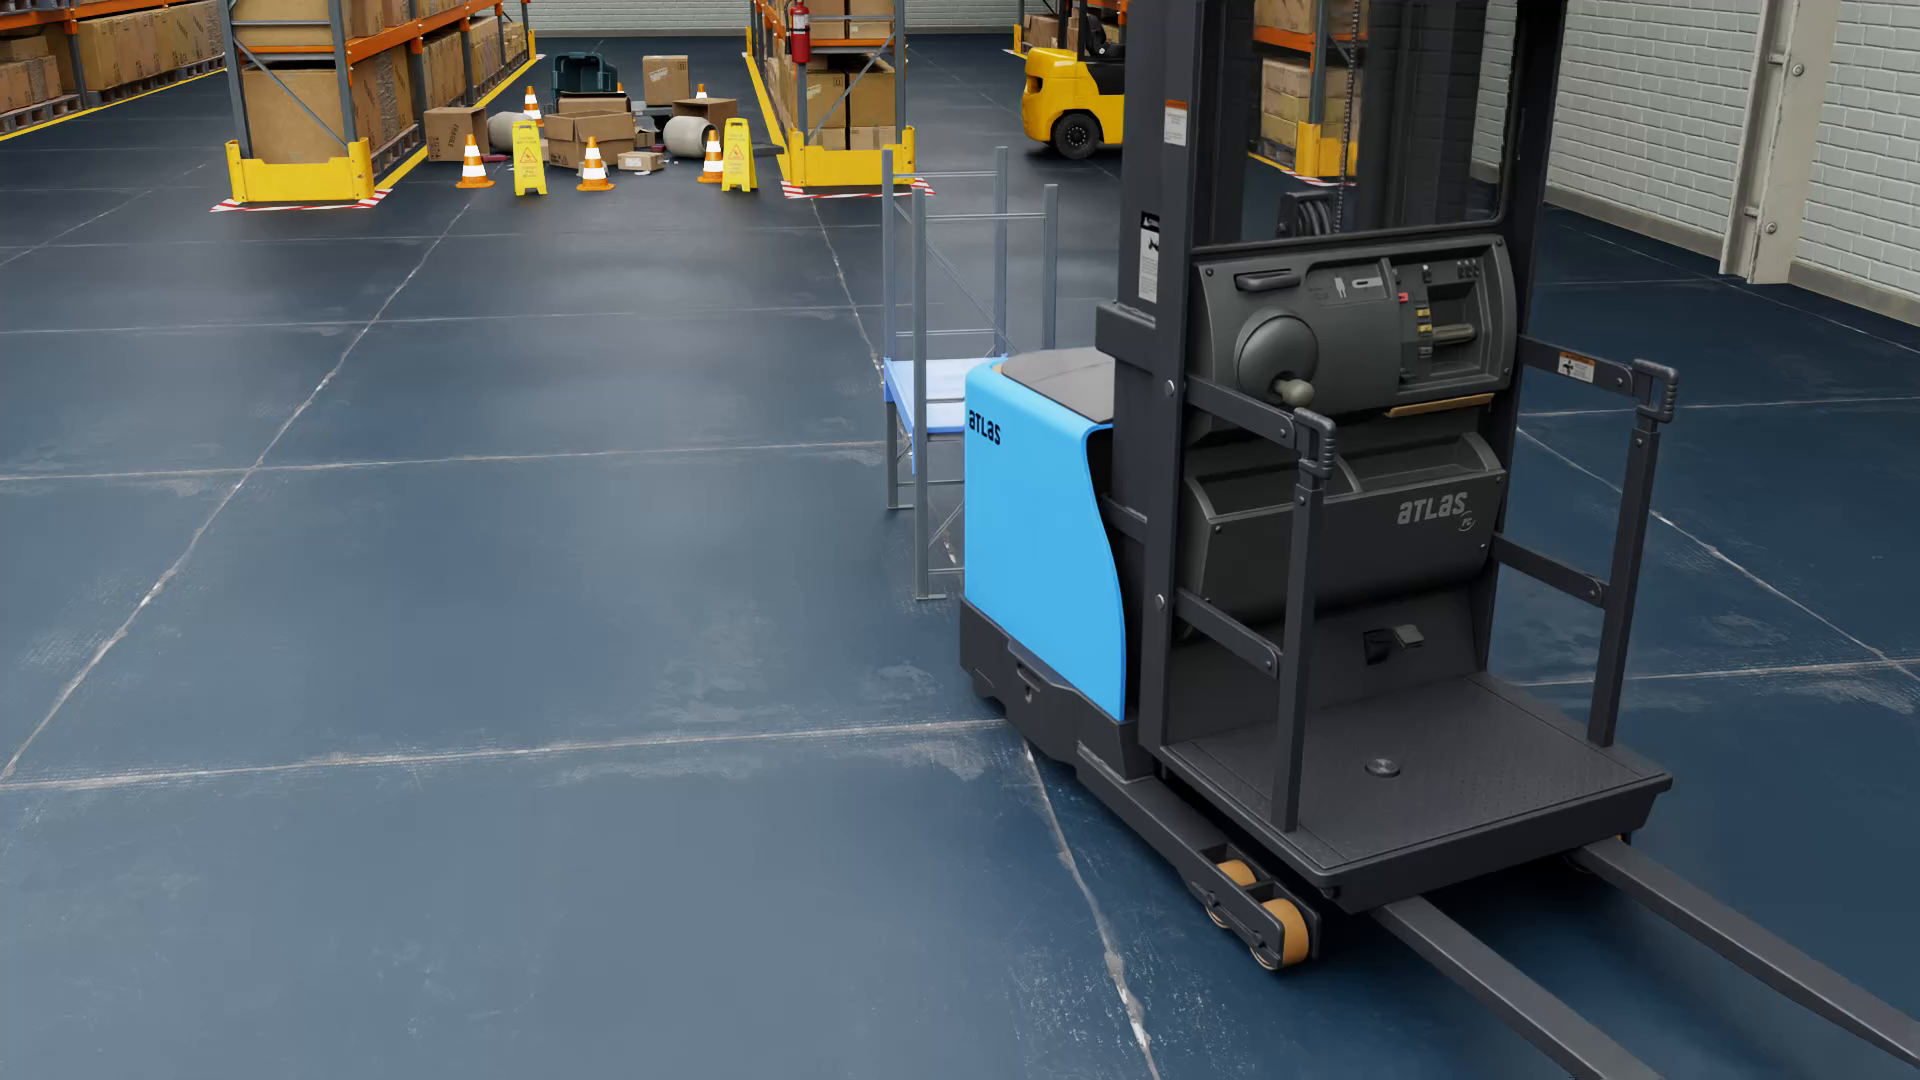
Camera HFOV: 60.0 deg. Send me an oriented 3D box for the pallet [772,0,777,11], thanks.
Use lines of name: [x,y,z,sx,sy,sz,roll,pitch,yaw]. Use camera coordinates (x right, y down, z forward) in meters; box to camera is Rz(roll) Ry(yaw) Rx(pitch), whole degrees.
pallet: [-1.838,-6.776,20.845,1.003,0.211,1.213,-3,21,-8]

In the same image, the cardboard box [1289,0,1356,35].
cardboard box: [3.569,-5.235,16.302,0.500,0.500,0.500,-3,21,-9]

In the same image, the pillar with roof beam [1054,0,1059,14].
pillar with roof beam: [-2.163,-14.143,31.721,9.100,9.000,0.400,-3,21,-8]

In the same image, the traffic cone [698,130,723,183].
traffic cone: [-2.350,-3.675,15.893,0.336,0.463,0.334,-3,21,-8]

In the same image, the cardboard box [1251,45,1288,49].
cardboard box: [3.586,-5.632,19.409,0.500,0.250,0.500,-3,21,-7]

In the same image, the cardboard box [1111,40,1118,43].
cardboard box: [2.473,-6.962,24.042,0.500,0.500,0.500,-2,21,-6]

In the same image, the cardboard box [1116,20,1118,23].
cardboard box: [2.645,-8.042,26.007,0.380,0.149,0.250,-2,21,-6]

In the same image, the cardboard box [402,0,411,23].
cardboard box: [-6.406,-5.823,17.804,0.875,0.550,0.550,-3,21,-8]

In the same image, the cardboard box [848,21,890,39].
cardboard box: [-0.855,-4.790,15.612,0.380,0.149,0.250,-3,21,-8]

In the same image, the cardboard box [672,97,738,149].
cardboard box: [-2.780,-4.555,18.193,0.500,0.500,0.500,12,24,29]

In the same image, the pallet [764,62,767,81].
pallet: [-2.555,-7.364,26.132,1.003,0.211,1.213,-3,21,-8]

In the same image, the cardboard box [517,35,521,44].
cardboard box: [-7.679,-8.508,28.258,0.380,0.149,0.250,-3,21,-7]

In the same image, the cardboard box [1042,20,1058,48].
cardboard box: [1.823,-8.722,28.755,0.700,0.500,0.500,-4,21,-10]

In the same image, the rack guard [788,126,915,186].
rack guard: [-1.022,-3.635,15.733,1.175,0.500,0.348,-3,21,-8]

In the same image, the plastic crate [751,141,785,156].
plastic crate: [-2.173,-4.211,17.878,0.402,0.080,0.583,-11,23,-26]

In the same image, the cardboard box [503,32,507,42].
cardboard box: [-7.450,-8.017,26.519,0.380,0.149,0.250,-2,21,-5]

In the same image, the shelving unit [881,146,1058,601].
shelving unit: [0.012,-0.673,6.375,0.538,1.500,1.048,-3,21,-8]

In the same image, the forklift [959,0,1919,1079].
forklift: [1.087,-0.522,3.925,1.130,2.935,3.031,-9,22,-24]

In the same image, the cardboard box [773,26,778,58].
cardboard box: [-2.182,-6.994,23.591,0.875,0.875,0.875,-3,21,-8]

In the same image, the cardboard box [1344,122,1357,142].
cardboard box: [4.023,-4.119,16.788,0.500,0.250,0.500,-3,21,-8]

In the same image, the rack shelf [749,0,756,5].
rack shelf: [-3.029,-9.289,28.329,1.077,0.370,4.000,-3,21,-8]

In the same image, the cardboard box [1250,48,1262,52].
cardboard box: [3.147,-5.432,18.873,0.500,0.250,0.500,-3,21,-8]

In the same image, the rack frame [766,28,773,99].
rack frame: [-2.164,-7.549,22.641,1.000,3.000,0.127,-3,21,-8]

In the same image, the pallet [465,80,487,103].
pallet: [-7.159,-6.229,23.092,1.003,0.211,1.213,-3,21,-8]

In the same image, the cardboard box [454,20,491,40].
cardboard box: [-7.116,-7.420,24.197,0.500,0.250,0.500,-4,21,-10]

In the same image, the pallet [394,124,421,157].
pallet: [-6.439,-4.306,17.943,1.003,0.211,1.213,-3,21,-8]

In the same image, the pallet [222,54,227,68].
pallet: [-12.931,-8.240,28.476,1.003,0.211,1.213,-3,21,-8]

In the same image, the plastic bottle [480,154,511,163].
plastic bottle: [-4.804,-3.951,17.208,0.283,0.061,0.133,-11,23,-26]

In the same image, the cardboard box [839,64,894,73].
cardboard box: [-0.937,-4.521,16.793,0.500,0.500,0.500,-4,21,-10]

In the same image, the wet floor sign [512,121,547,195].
wet floor sign: [-3.931,-3.482,15.115,0.267,0.644,0.232,-7,21,-17]

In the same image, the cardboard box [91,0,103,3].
cardboard box: [-11.848,-7.457,22.250,0.500,0.500,0.500,-3,21,-9]

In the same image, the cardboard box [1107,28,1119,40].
cardboard box: [2.355,-7.382,24.238,0.380,0.149,0.250,-4,21,-11]

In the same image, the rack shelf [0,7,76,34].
rack shelf: [-11.683,-6.020,19.575,1.077,0.370,4.000,-3,21,-8]

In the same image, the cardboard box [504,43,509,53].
cardboard box: [-7.360,-7.792,26.340,0.380,0.149,0.250,-2,21,-5]

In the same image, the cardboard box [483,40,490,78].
cardboard box: [-7.052,-6.899,23.874,0.500,0.500,0.500,-3,21,-9]

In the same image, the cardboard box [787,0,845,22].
cardboard box: [-1.362,-5.139,15.621,0.500,0.500,0.500,-3,21,-9]

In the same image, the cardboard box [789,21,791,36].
cardboard box: [-1.423,-4.862,15.807,0.380,0.149,0.250,-3,21,-8]

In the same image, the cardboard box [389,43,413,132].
cardboard box: [-6.450,-4.860,17.877,0.875,0.875,0.875,-3,21,-7]

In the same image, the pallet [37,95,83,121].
pallet: [-11.860,-5.472,21.066,1.003,0.211,1.213,-3,21,-8]

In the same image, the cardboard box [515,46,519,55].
cardboard box: [-7.662,-8.278,28.068,0.380,0.149,0.250,-3,21,-7]

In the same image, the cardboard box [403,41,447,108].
cardboard box: [-6.785,-5.567,19.949,1.050,0.750,0.750,-3,21,-8]

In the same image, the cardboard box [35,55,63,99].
cardboard box: [-11.854,-5.853,21.045,0.700,0.500,0.500,-4,21,-11]

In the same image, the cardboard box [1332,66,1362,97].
cardboard box: [4.018,-4.584,16.603,0.500,0.250,0.500,-3,21,-9]

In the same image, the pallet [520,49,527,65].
pallet: [-8.108,-8.419,28.955,1.003,0.211,1.213,-3,21,-8]

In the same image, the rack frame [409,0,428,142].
rack frame: [-6.472,-5.880,18.171,1.000,3.000,0.127,-3,21,-8]

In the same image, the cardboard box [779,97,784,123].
cardboard box: [-1.770,-4.855,18.757,0.500,0.250,0.500,-4,21,-10]

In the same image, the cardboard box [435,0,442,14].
cardboard box: [-6.424,-6.470,19.609,0.500,0.500,0.500,-3,21,-8]

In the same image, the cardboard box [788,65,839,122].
cardboard box: [-1.463,-4.484,16.692,0.500,0.500,0.500,-2,21,-6]
